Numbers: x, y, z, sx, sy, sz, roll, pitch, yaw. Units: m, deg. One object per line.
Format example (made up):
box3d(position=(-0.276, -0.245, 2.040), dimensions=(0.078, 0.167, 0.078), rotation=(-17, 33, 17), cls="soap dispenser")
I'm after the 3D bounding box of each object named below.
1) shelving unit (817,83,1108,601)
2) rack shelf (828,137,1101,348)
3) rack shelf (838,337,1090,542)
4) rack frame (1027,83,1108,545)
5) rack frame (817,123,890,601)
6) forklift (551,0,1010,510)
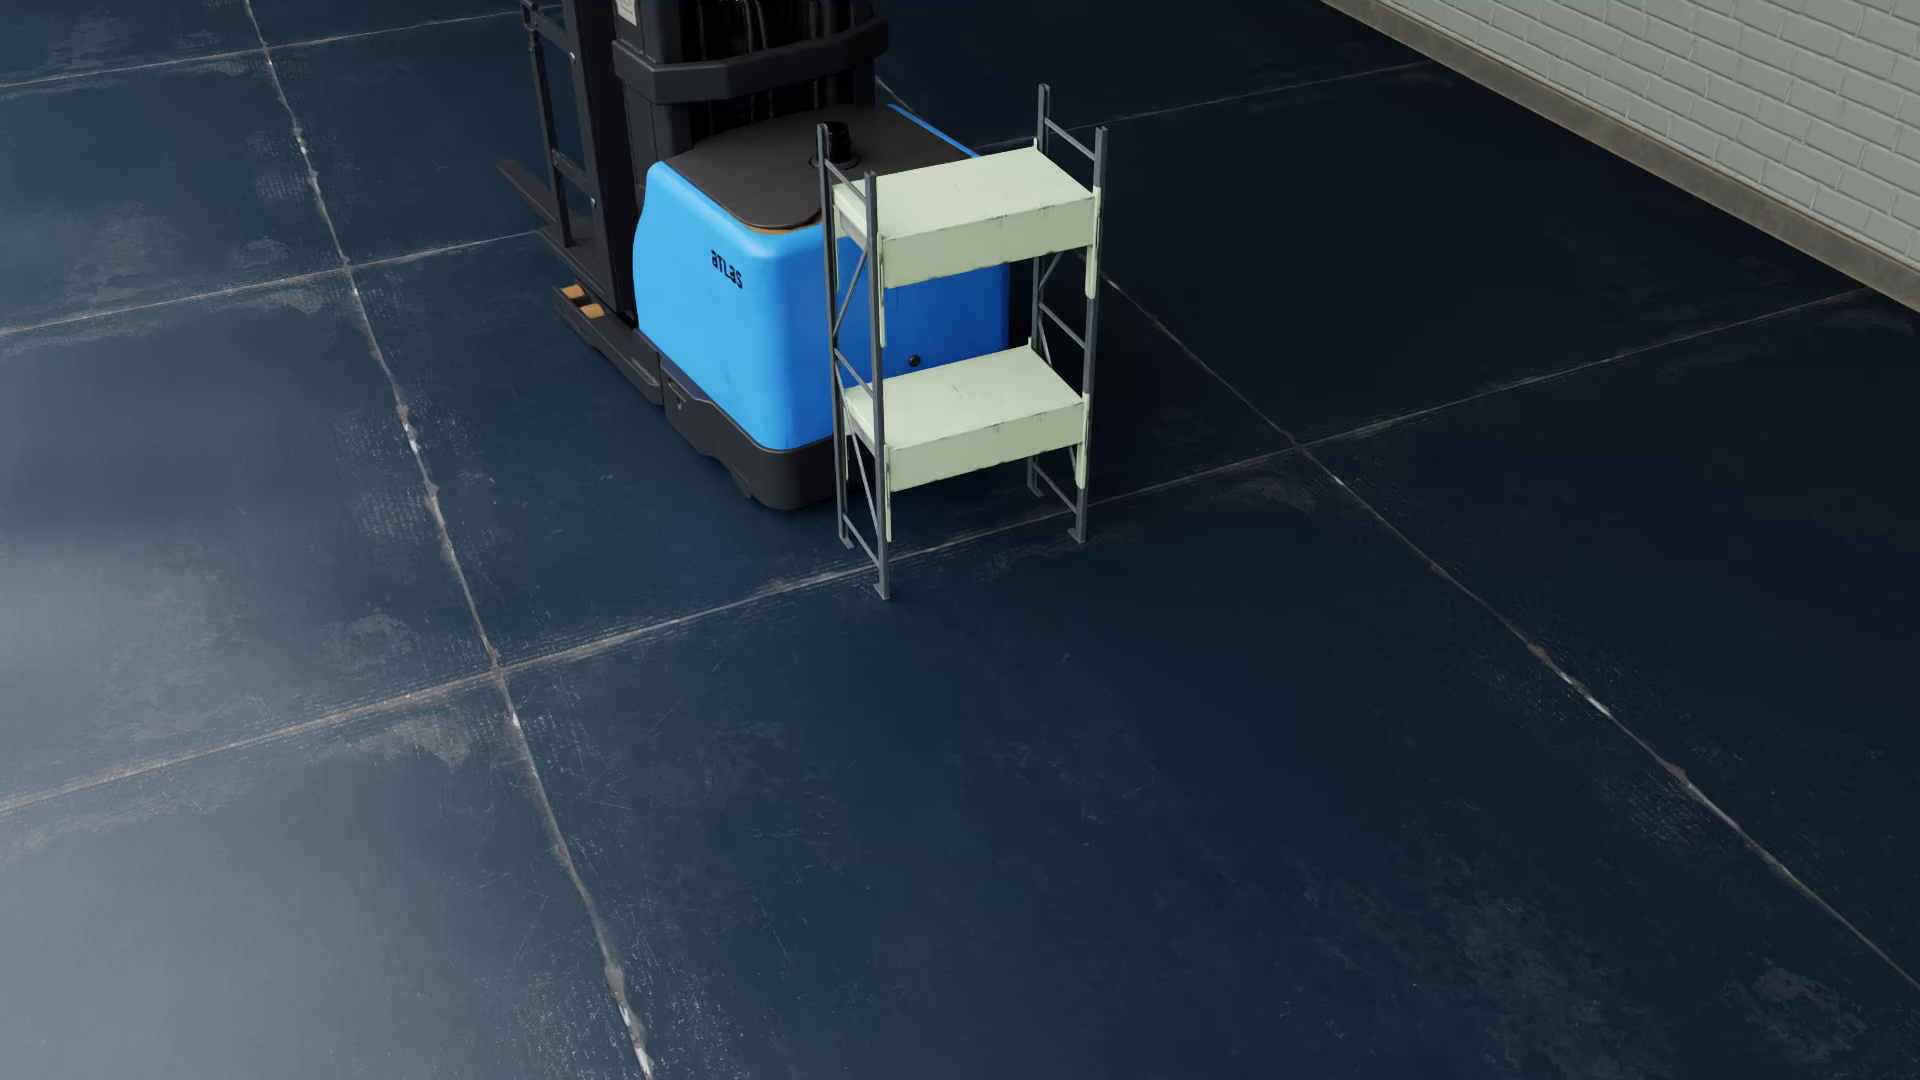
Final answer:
box3d(position=(0.006, -0.604, 5.305), dimensions=(0.755, 1.500, 0.431), rotation=(-16, 39, -20), cls="shelving unit")
box3d(position=(0.006, -0.918, 5.073), dimensions=(0.720, 0.370, 0.431), rotation=(-16, 39, -20), cls="rack shelf")
box3d(position=(0.006, -0.342, 5.500), dimensions=(0.720, 0.370, 0.431), rotation=(-16, 39, -20), cls="rack shelf")
box3d(position=(0.337, -0.697, 5.430), dimensions=(0.023, 1.500, 0.400), rotation=(-16, 39, -20), cls="rack frame")
box3d(position=(-0.325, -0.511, 5.181), dimensions=(0.023, 1.500, 0.400), rotation=(-16, 39, -20), cls="rack frame")
box3d(position=(-1.043, -2.121, 6.150), dimensions=(1.130, 2.935, 3.031), rotation=(-22, 42, -26), cls="forklift")
